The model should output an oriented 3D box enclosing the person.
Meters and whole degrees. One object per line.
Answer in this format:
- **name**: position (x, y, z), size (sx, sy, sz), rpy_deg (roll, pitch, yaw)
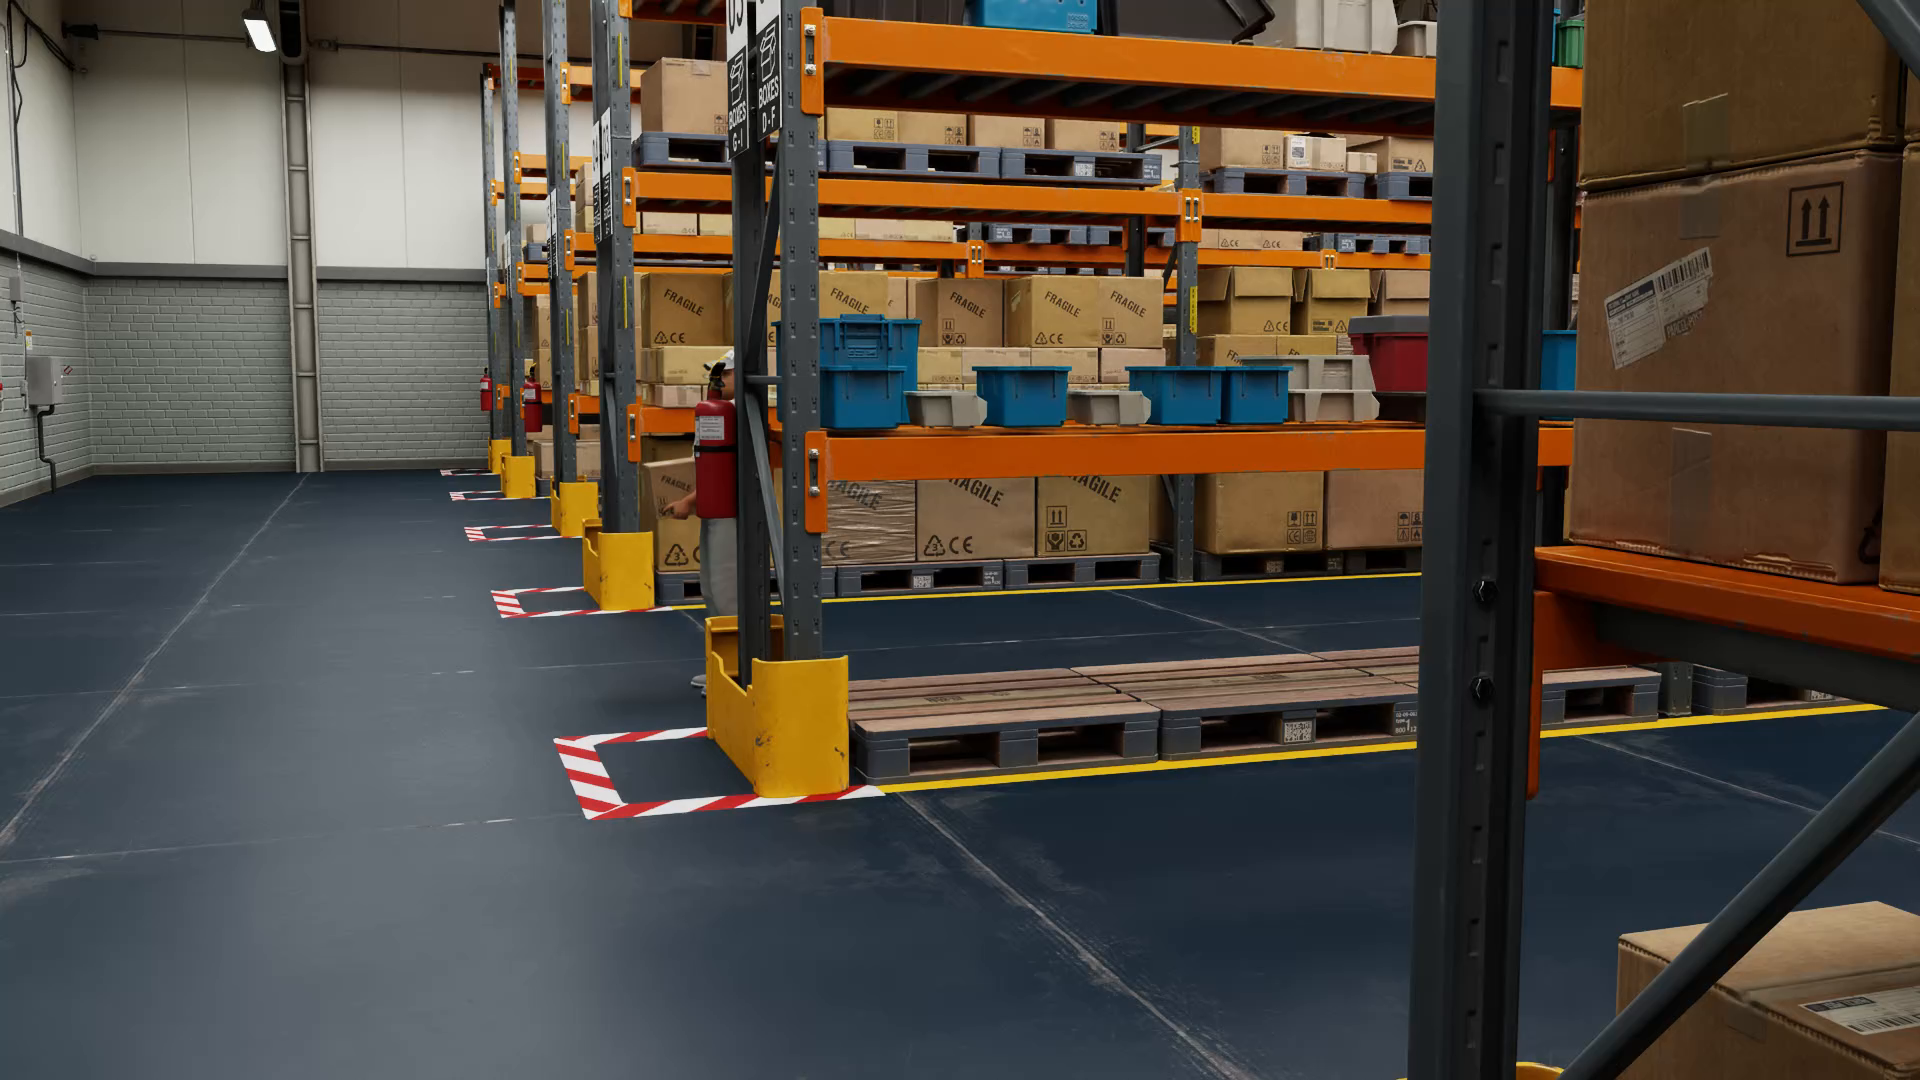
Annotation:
- **person**: position (-1.125, -0.099, 8.002), size (0.471, 1.665, 0.564), rpy_deg (-3, 6, -23)
